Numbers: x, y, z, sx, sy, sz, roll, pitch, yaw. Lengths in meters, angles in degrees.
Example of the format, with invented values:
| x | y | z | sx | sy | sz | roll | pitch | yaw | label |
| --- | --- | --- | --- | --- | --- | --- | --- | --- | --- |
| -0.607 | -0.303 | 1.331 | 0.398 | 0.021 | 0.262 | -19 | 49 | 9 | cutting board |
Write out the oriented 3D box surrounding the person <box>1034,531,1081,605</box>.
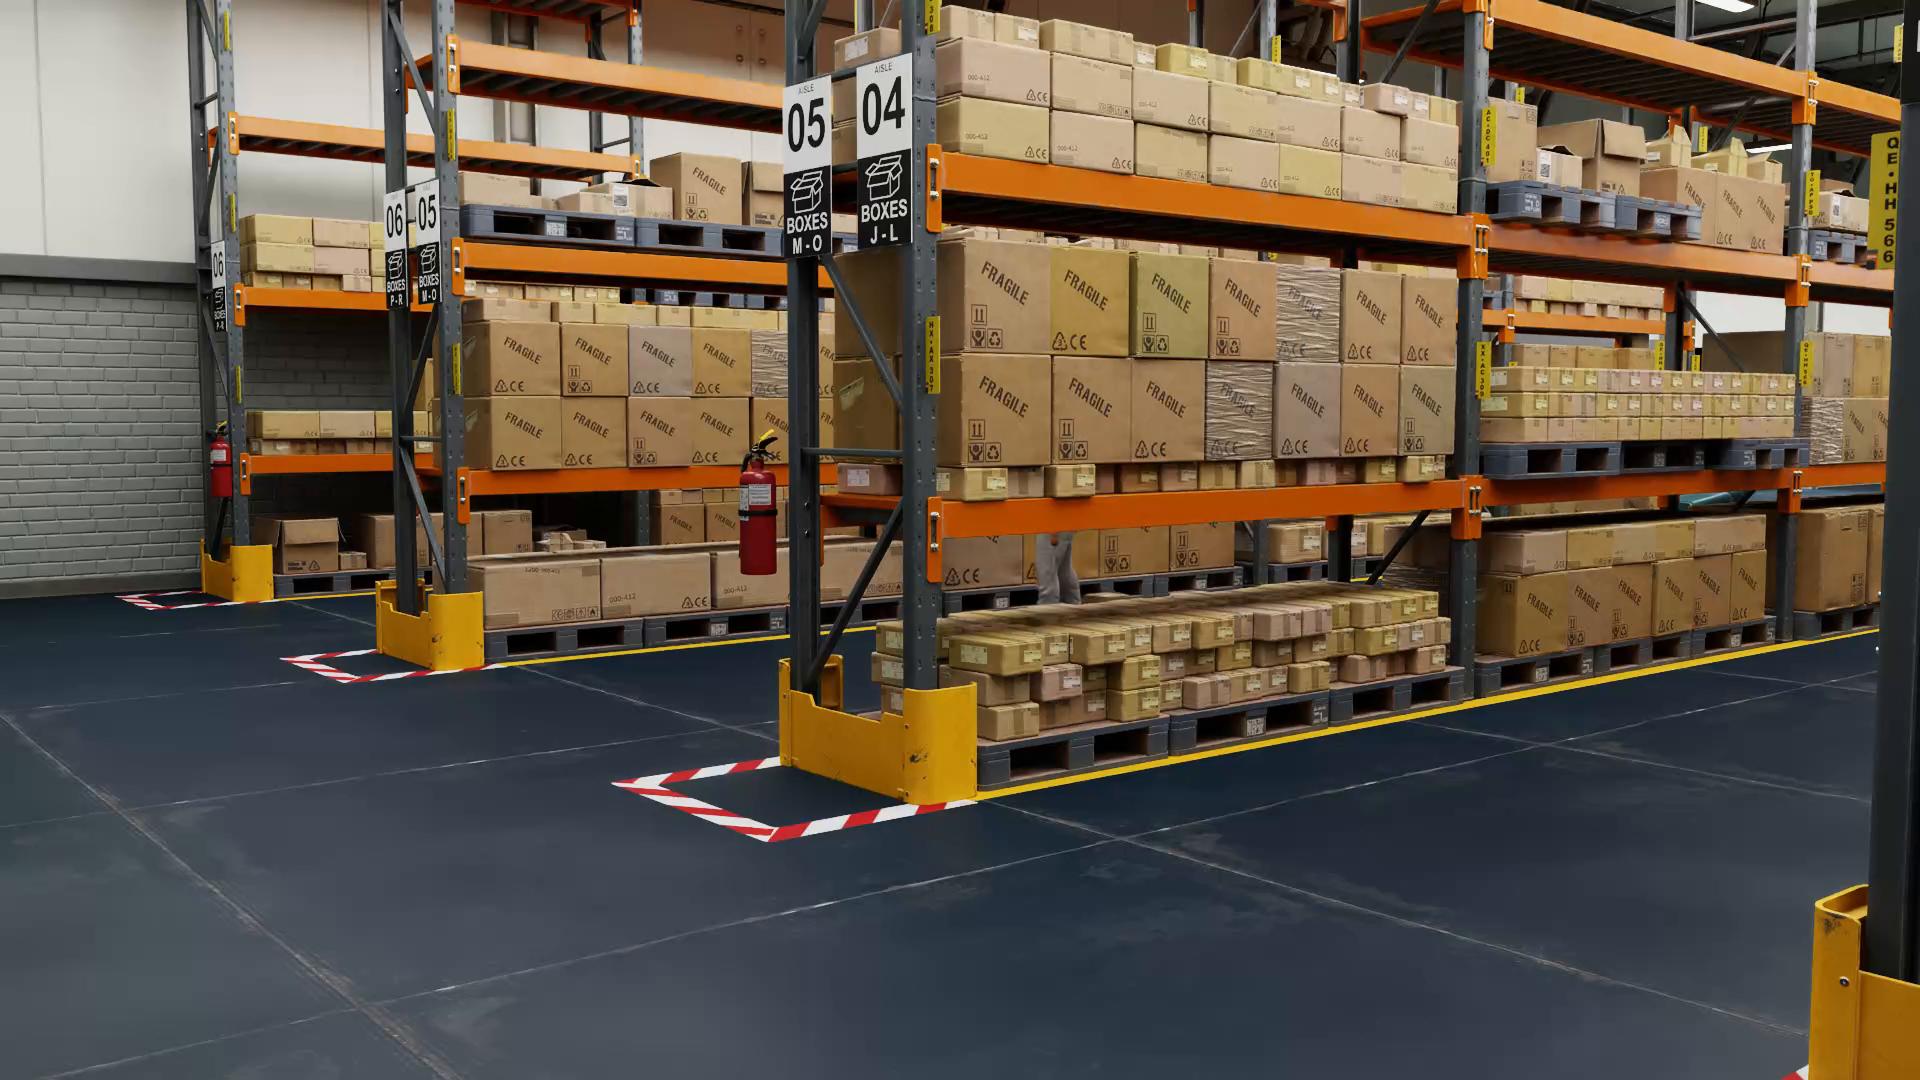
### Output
| x | y | z | sx | sy | sz | roll | pitch | yaw | label |
| --- | --- | --- | --- | --- | --- | --- | --- | --- | --- |
| 0.697 | -0.121 | 12.757 | 0.538 | 1.664 | 0.522 | 0 | 4 | -1 | person |
